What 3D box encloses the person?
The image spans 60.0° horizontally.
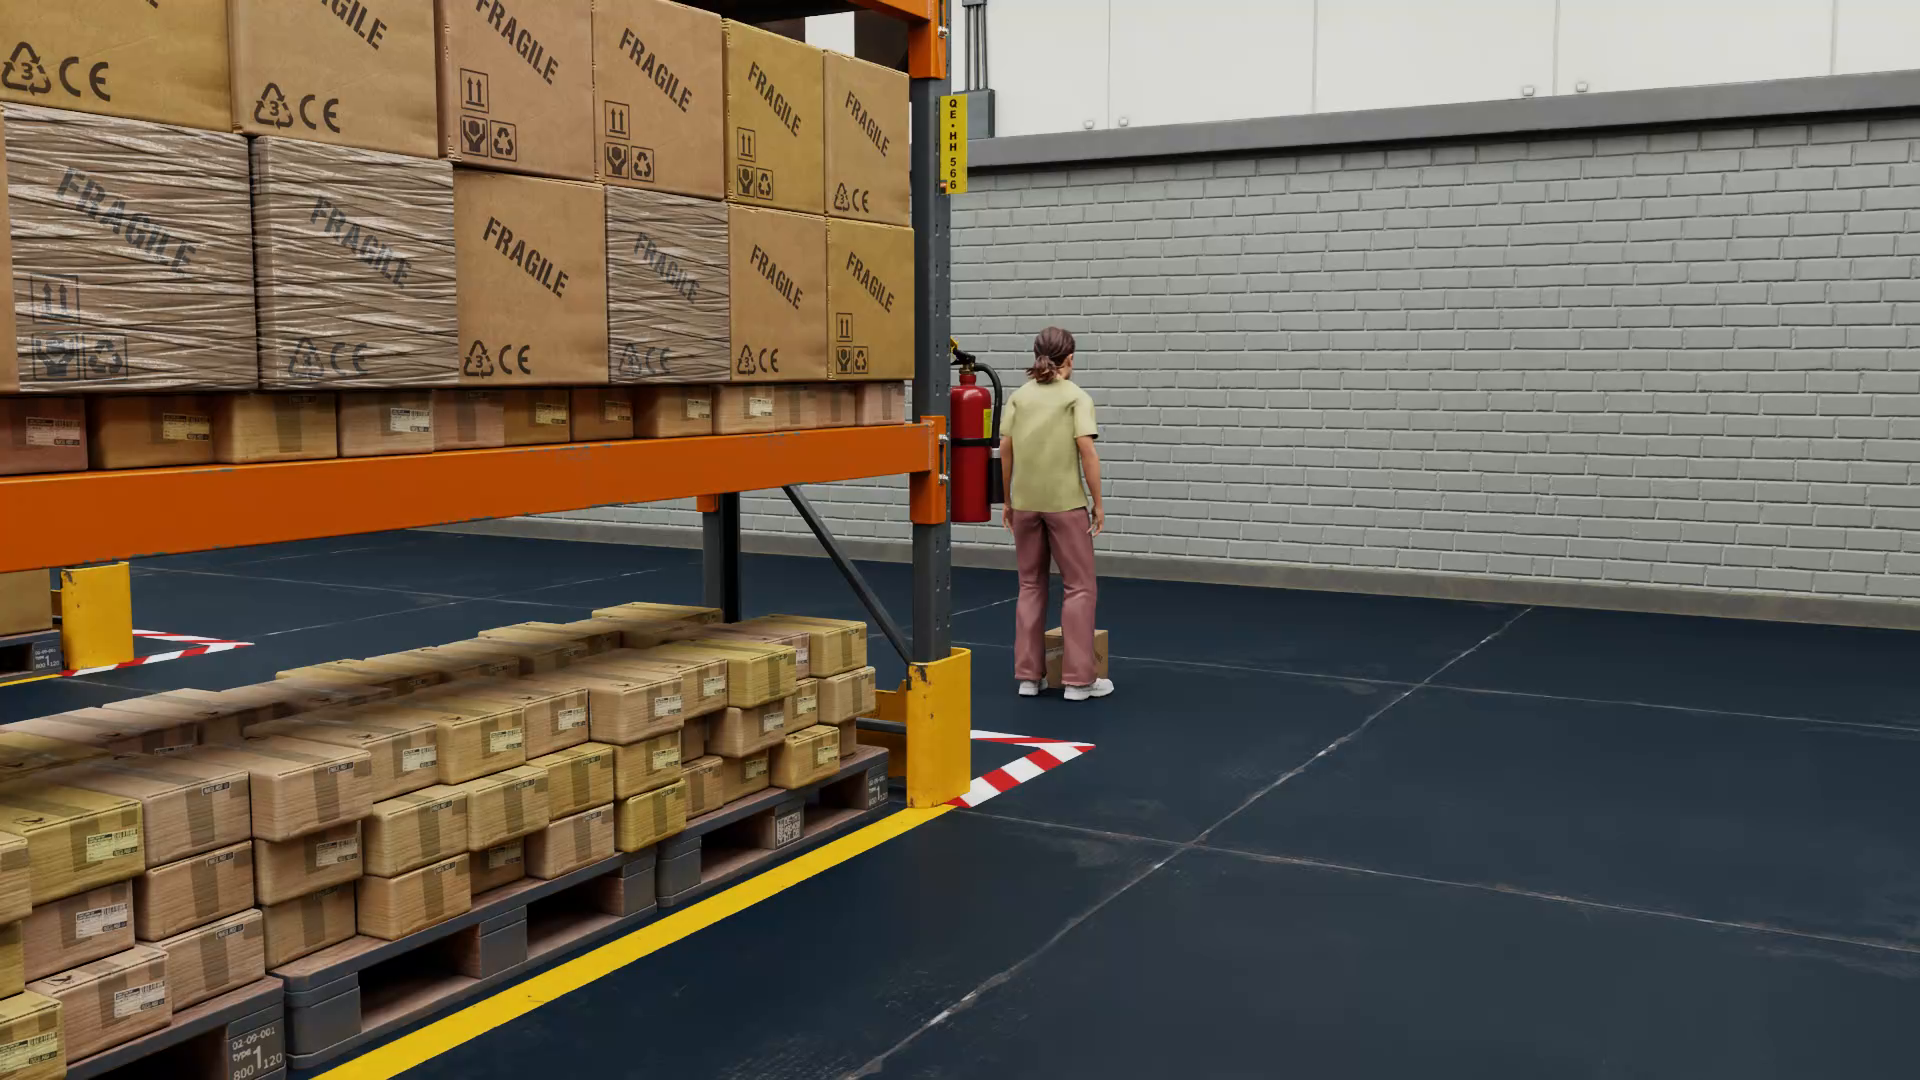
[{"bbox_3d":[0.418,-0.126,7.532,0.504,1.672,0.352,3,7,28],"label":"person"}]
